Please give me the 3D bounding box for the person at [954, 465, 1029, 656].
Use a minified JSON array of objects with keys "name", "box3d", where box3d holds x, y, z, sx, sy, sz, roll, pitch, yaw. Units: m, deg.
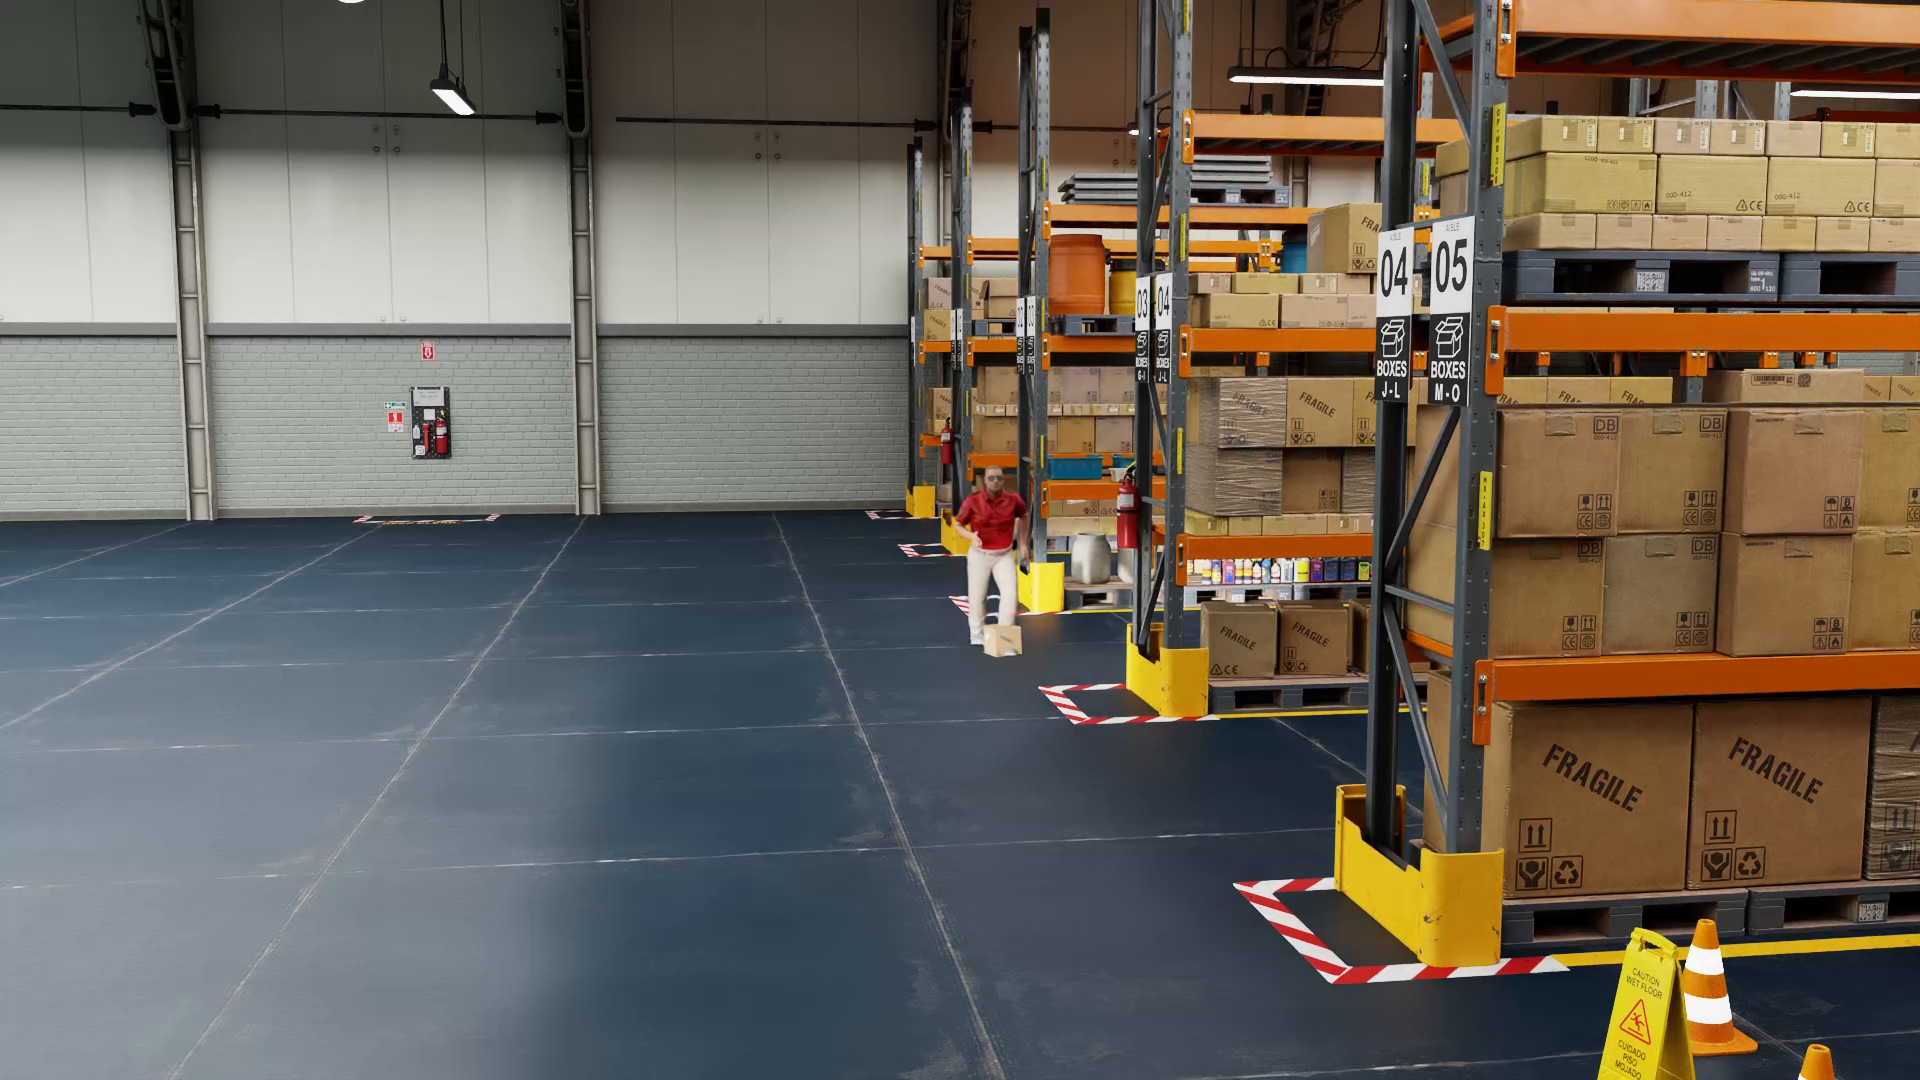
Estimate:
[{"name":"person","box3d":[0.283,0.153,14.681,0.678,1.649,0.921,0,6,-2]}]
